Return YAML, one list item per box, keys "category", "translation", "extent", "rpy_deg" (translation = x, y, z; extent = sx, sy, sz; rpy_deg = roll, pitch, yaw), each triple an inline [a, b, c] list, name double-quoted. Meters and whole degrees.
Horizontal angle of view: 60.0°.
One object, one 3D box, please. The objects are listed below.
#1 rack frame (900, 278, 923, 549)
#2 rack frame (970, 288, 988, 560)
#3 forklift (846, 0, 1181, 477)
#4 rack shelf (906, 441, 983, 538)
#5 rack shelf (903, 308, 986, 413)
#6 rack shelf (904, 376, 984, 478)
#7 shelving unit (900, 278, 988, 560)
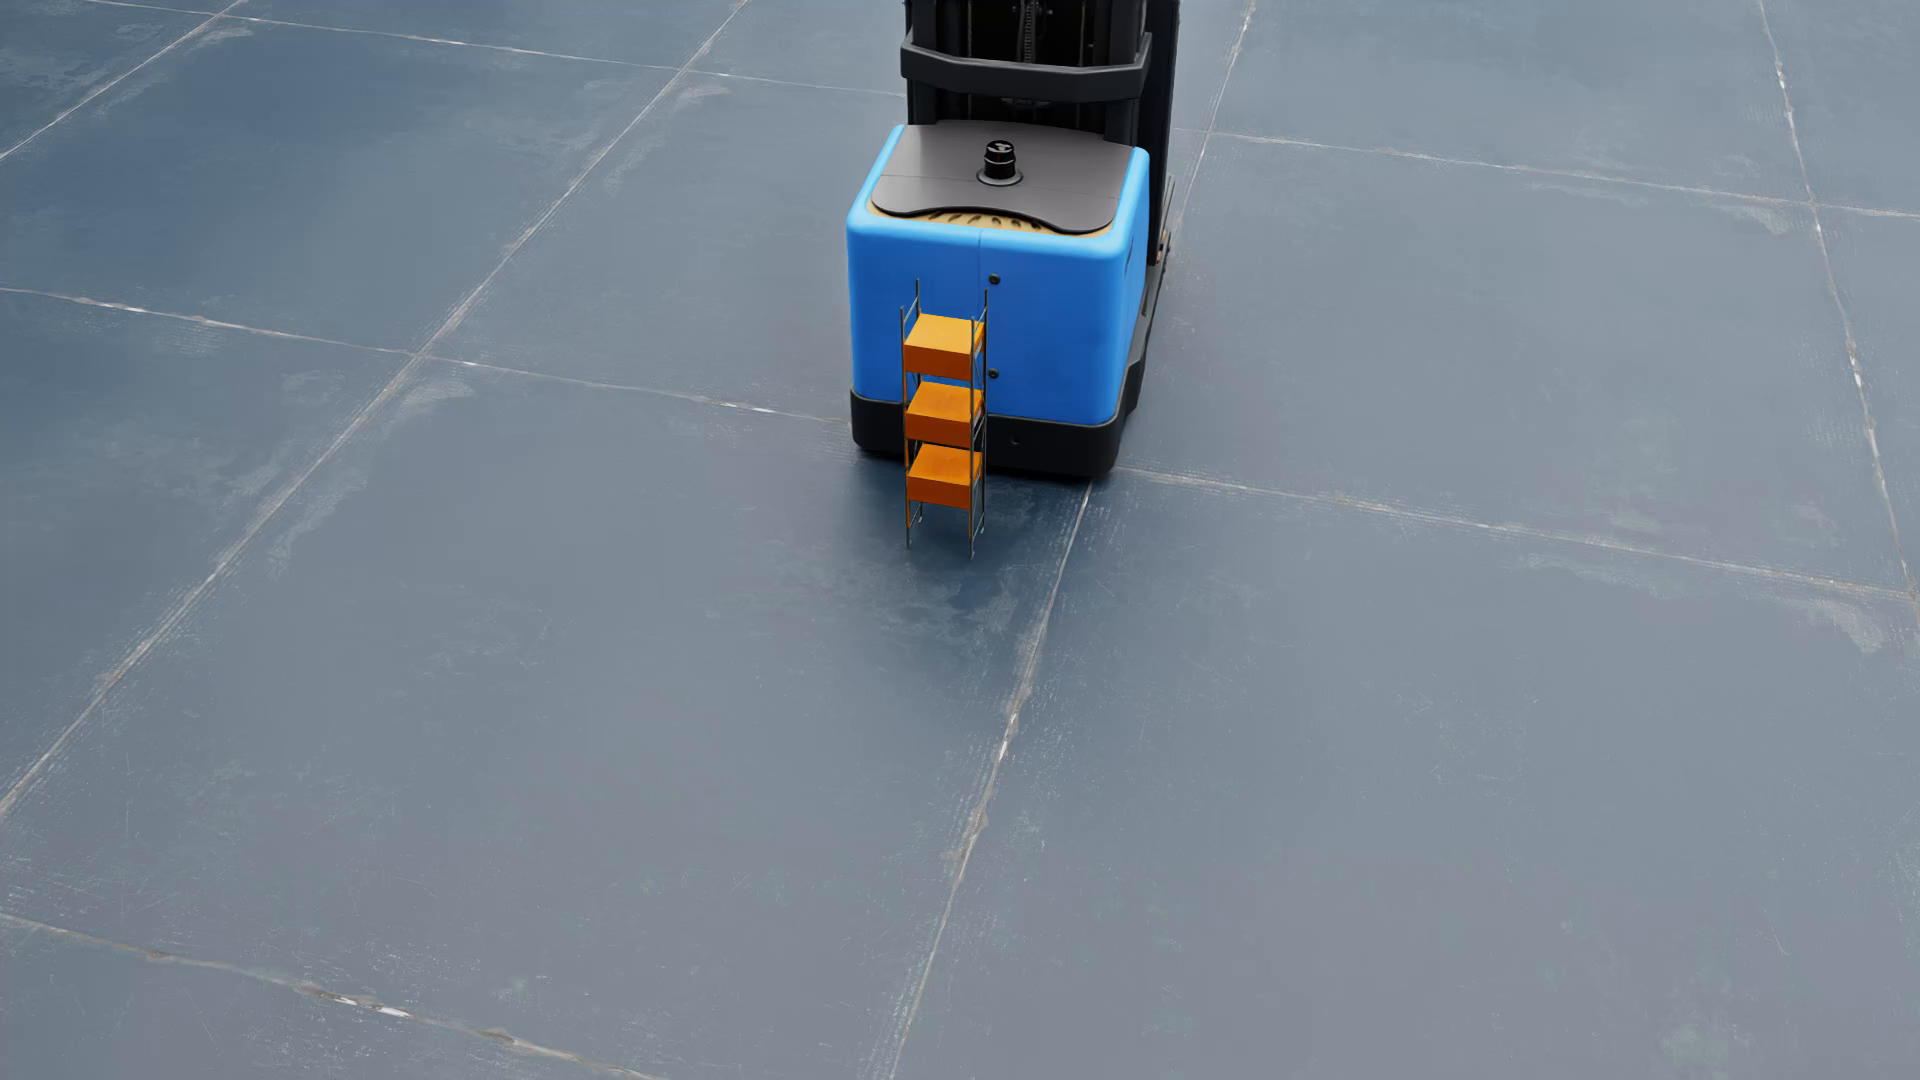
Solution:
- category: "rack frame"
  translation: [-0.170, -0.431, 5.947]
  extent: [0.008, 1.050, 0.200]
  rpy_deg: [10, 41, 11]
- category: "rack frame"
  translation: [0.066, -0.391, 5.899]
  extent: [0.008, 1.050, 0.200]
  rpy_deg: [10, 41, 11]
- category: "forklift"
  translation: [0.373, -2.319, 6.732]
  extent: [1.130, 2.935, 3.031]
  rpy_deg: [8, 41, 9]
- category: "rack shelf"
  translation: [-0.052, -0.190, 6.109]
  extent: [0.240, 0.259, 0.215]
  rpy_deg: [10, 41, 11]
- category: "rack shelf"
  translation: [-0.052, -0.620, 5.747]
  extent: [0.240, 0.259, 0.215]
  rpy_deg: [10, 41, 11]
- category: "rack shelf"
  translation: [-0.052, -0.403, 5.930]
  extent: [0.240, 0.259, 0.215]
  rpy_deg: [10, 41, 11]
- category: "shelving unit"
  translation: [-0.052, -0.411, 5.923]
  extent: [0.252, 1.050, 0.215]
  rpy_deg: [10, 41, 11]
